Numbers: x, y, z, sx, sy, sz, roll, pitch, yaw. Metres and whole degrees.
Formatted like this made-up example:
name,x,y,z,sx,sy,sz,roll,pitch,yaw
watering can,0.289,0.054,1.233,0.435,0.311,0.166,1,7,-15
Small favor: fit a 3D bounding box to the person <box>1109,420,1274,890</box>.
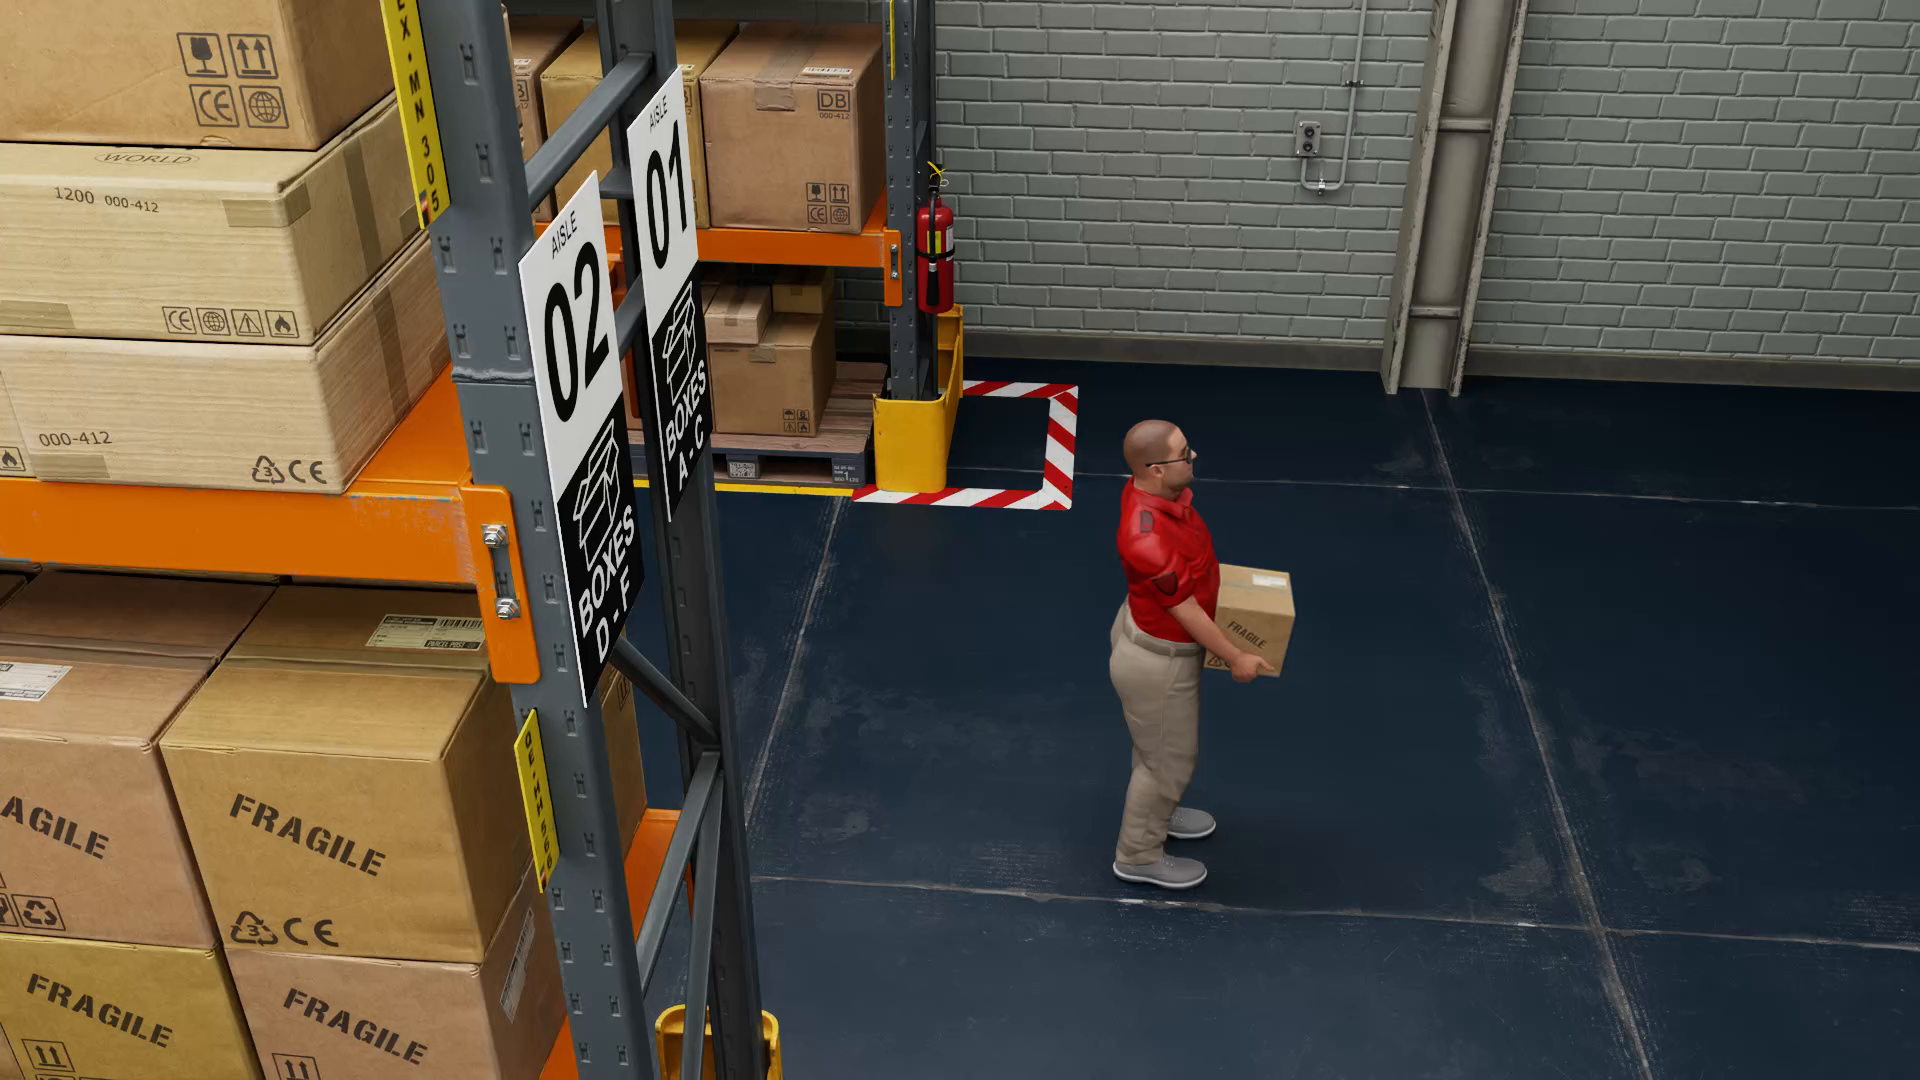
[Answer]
name,x,y,z,sx,sy,sz,roll,pitch,yaw
person,0.763,0.378,5.552,0.530,1.712,0.493,3,32,4
